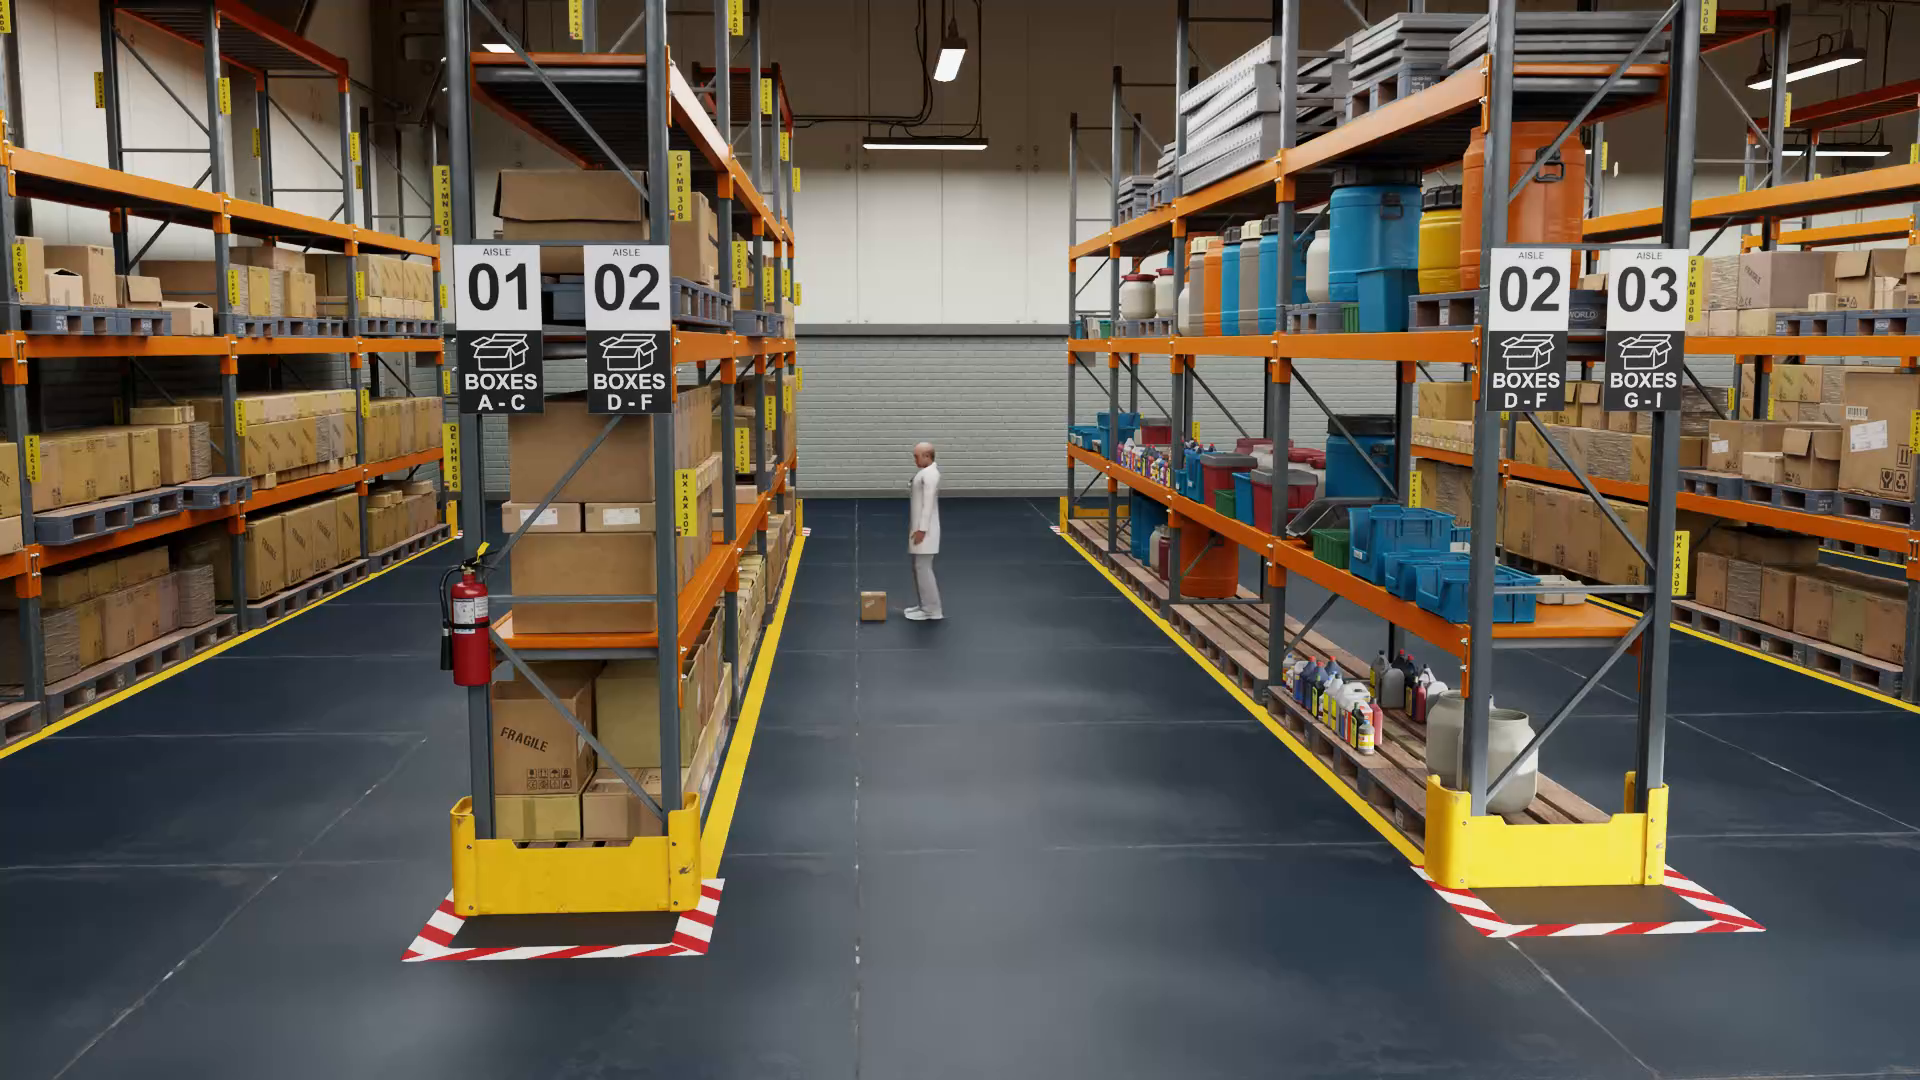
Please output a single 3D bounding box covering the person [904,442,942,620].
[{"bbox_3d":[-0.369,-0.093,16.632,0.380,1.773,0.562,0,7,-3],"label":"person"}]
